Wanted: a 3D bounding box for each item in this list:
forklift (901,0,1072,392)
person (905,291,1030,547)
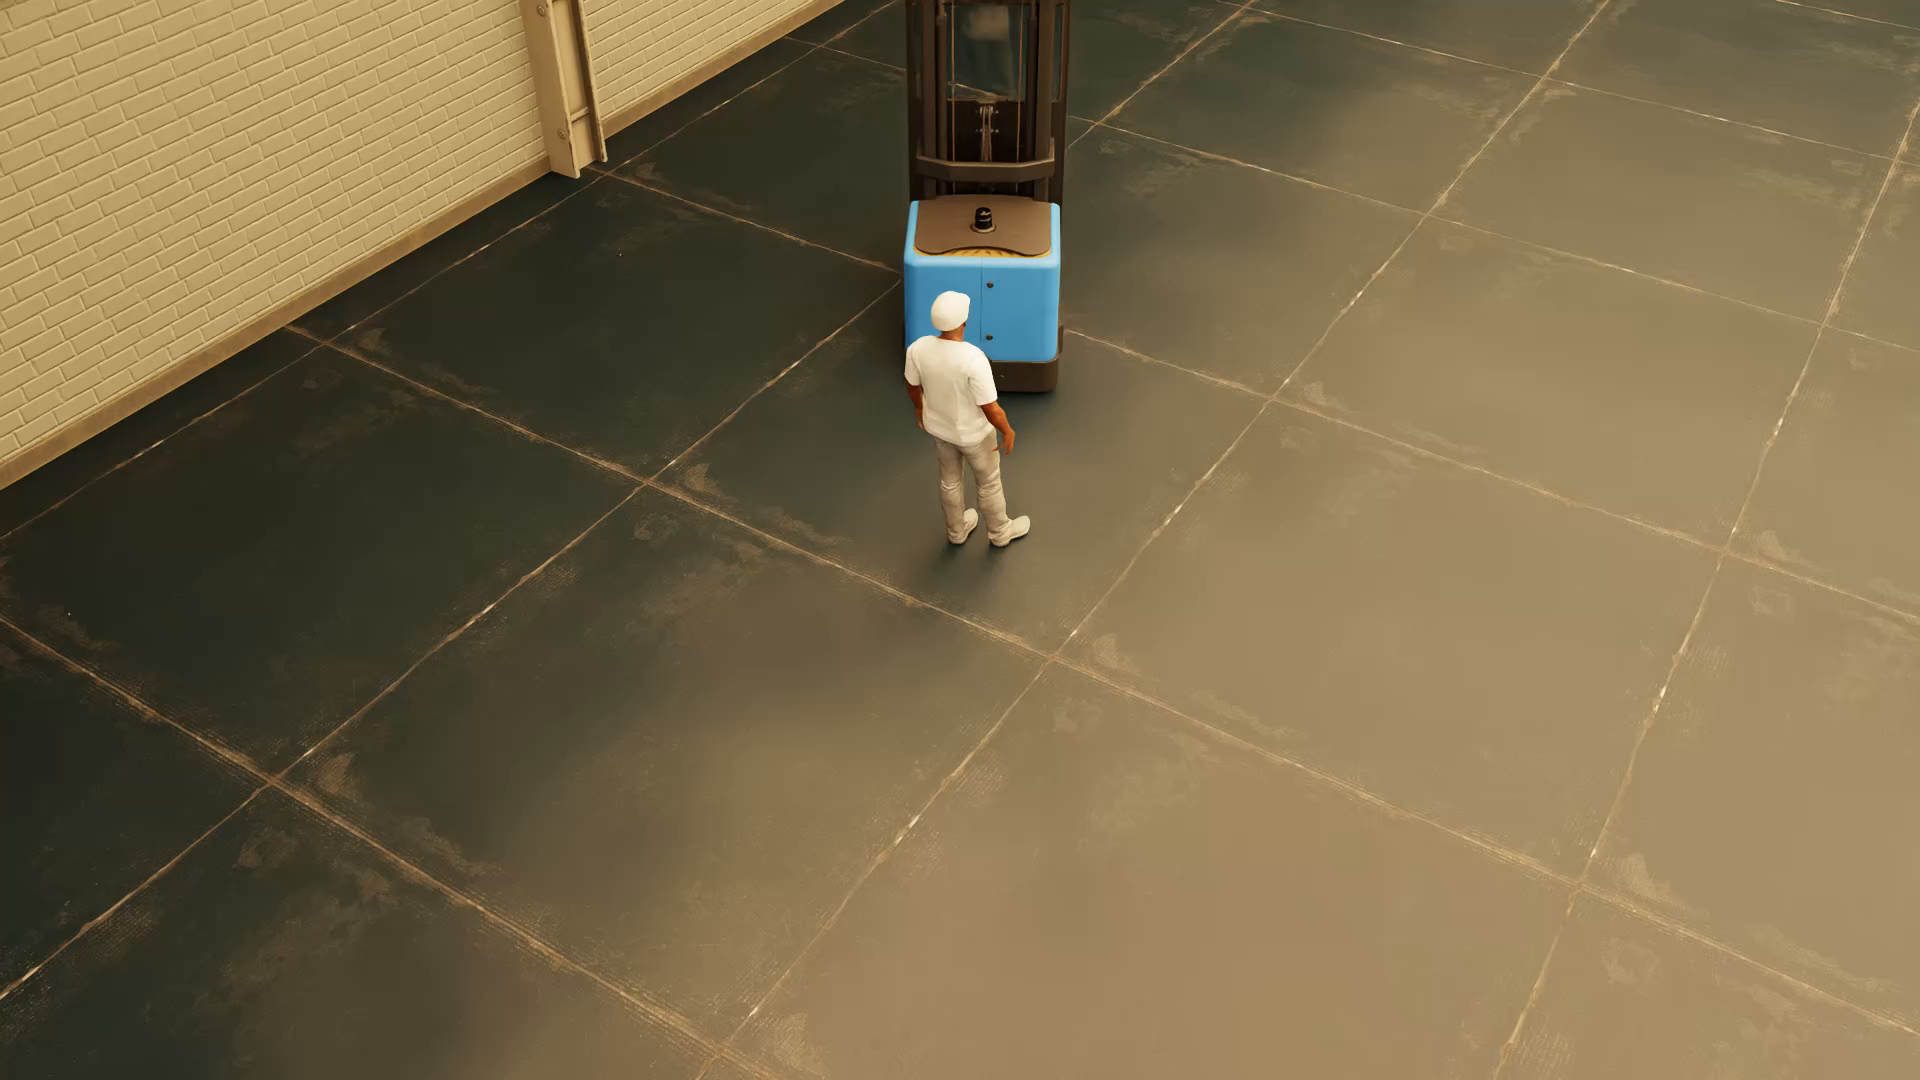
[{"bbox_3d":[0.196,-3.058,11.576,1.130,2.935,3.031,1,40,2],"label":"forklift"},{"bbox_3d":[0.043,-0.715,9.701,0.665,1.766,0.576,22,45,24],"label":"person"}]
